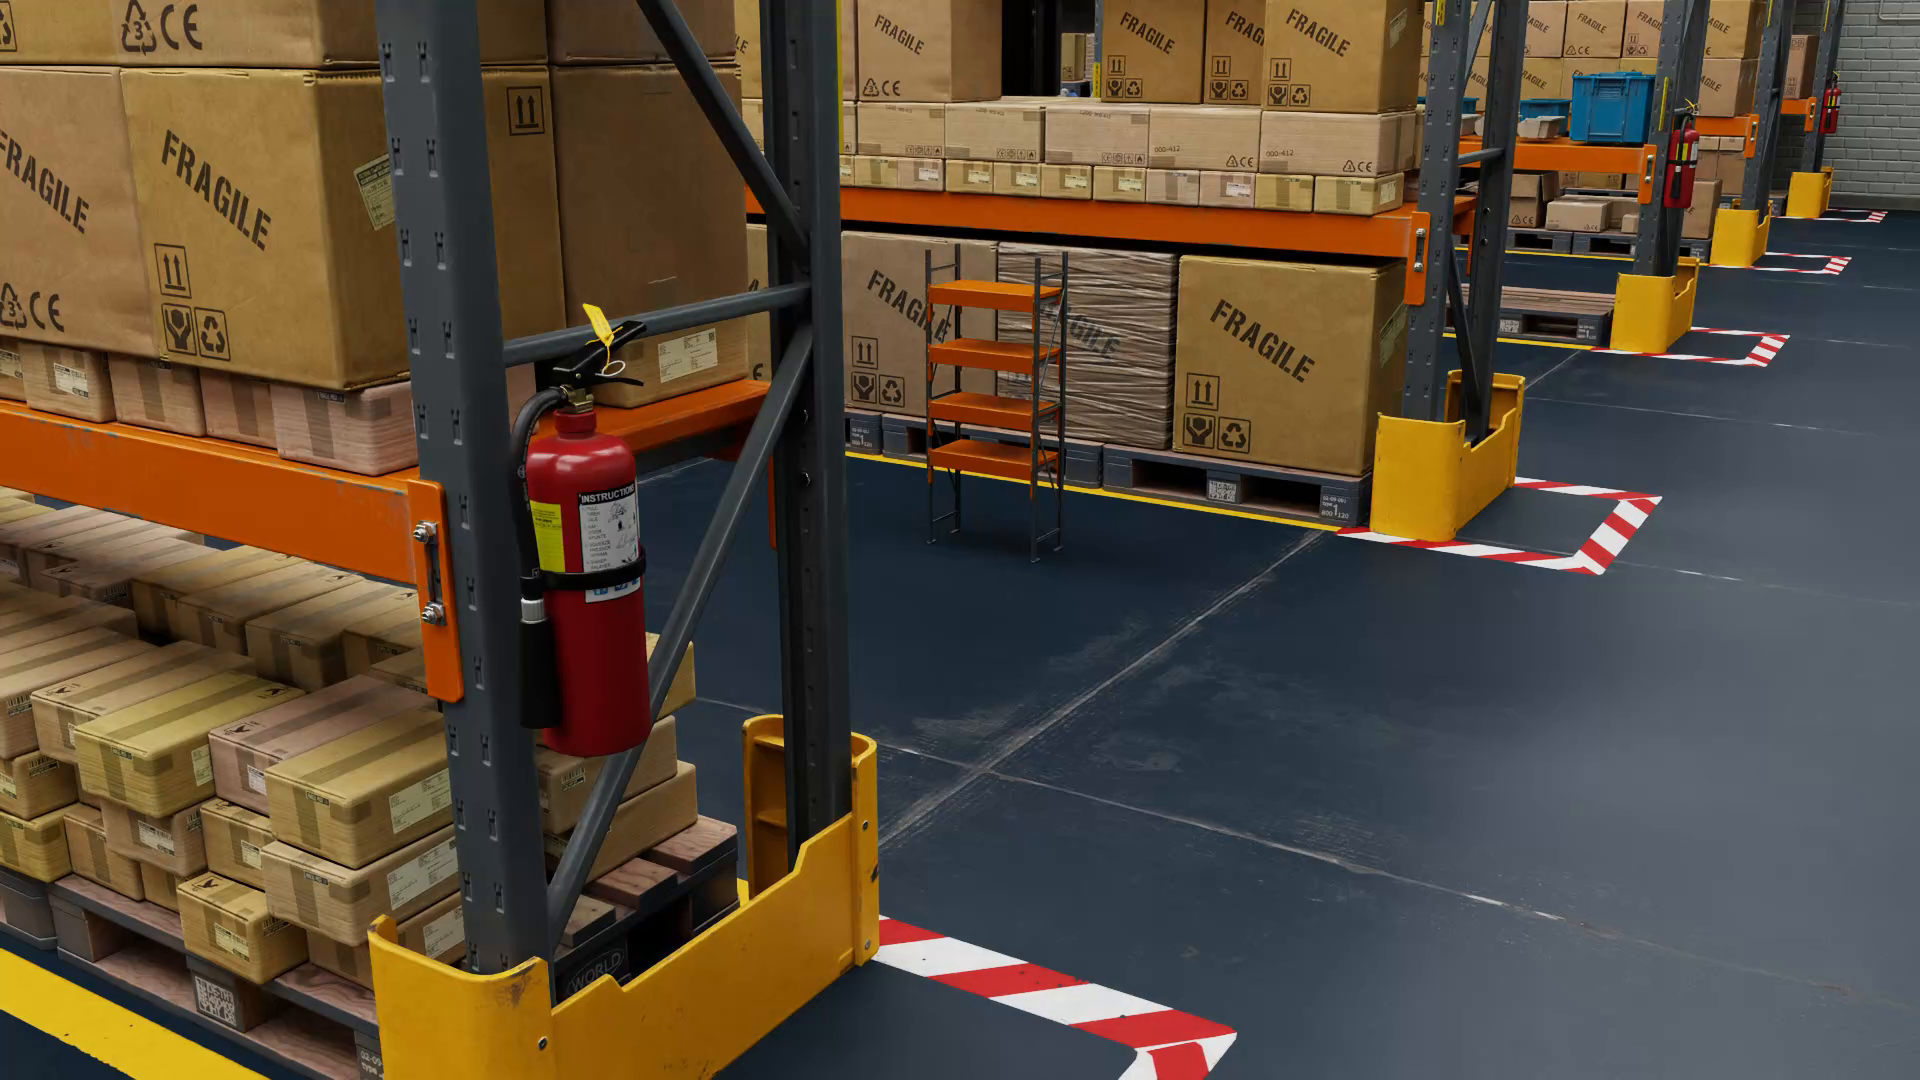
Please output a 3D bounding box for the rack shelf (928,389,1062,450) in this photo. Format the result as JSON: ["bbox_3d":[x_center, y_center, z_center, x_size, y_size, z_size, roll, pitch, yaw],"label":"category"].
[{"bbox_3d":[0.141,-0.485,6.643,0.480,0.148,0.258,10,20,30],"label":"rack shelf"}]

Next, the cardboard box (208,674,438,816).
[{"bbox_3d":[-1.315,0.429,3.466,0.250,0.149,0.380,11,20,31],"label":"cardboard box"}]

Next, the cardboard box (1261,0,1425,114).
[{"bbox_3d":[1.582,-2.030,6.860,0.500,0.500,0.500,10,20,31],"label":"cardboard box"}]

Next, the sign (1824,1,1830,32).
[{"bbox_3d":[9.616,-5.807,18.439,0.005,0.325,0.100,10,20,30],"label":"sign"}]

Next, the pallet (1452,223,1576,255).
[{"bbox_3d":[5.542,-3.029,16.490,1.213,0.211,1.003,10,20,30],"label":"pallet"}]

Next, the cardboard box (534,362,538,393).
[{"bbox_3d":[-0.890,-0.418,3.527,0.250,0.149,0.380,11,20,32],"label":"cardboard box"}]

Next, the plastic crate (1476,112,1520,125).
[{"bbox_3d":[3.881,-3.013,11.989,0.298,0.136,0.250,10,20,30],"label":"plastic crate"}]

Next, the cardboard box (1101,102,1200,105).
[{"bbox_3d":[0.995,-1.957,7.910,0.500,0.250,0.500,9,19,28],"label":"cardboard box"}]

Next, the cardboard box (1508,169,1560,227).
[{"bbox_3d":[5.518,-3.385,16.402,0.637,0.503,0.797,10,20,30],"label":"cardboard box"}]

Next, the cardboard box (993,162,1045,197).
[{"bbox_3d":[0.357,-1.677,7.673,0.250,0.149,0.380,11,20,31],"label":"cardboard box"}]

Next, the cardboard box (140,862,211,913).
[{"bbox_3d":[-1.557,0.680,3.663,0.250,0.149,0.380,10,20,30],"label":"cardboard box"}]

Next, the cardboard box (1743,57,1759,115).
[{"bbox_3d":[7.082,-4.225,15.459,0.500,0.500,0.500,11,20,31],"label":"cardboard box"}]

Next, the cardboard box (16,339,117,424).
[{"bbox_3d":[-1.616,-0.353,3.314,0.250,0.149,0.380,11,20,32],"label":"cardboard box"}]

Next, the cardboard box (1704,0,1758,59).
[{"bbox_3d":[6.799,-4.571,14.875,0.500,0.500,0.500,10,20,30],"label":"cardboard box"}]

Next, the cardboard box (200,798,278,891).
[{"bbox_3d":[-1.341,0.579,3.484,0.250,0.149,0.380,10,19,29],"label":"cardboard box"}]

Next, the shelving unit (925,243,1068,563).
[{"bbox_3d":[0.141,-0.549,6.624,0.503,1.200,0.258,10,20,30],"label":"shelving unit"}]

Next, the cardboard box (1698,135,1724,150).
[{"bbox_3d":[8.840,-4.682,19.597,0.250,0.149,0.380,11,20,32],"label":"cardboard box"}]

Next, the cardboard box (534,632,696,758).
[{"bbox_3d":[-0.816,0.336,3.774,0.250,0.149,0.380,9,19,28],"label":"cardboard box"}]

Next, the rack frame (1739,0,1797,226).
[{"bbox_3d":[7.323,-4.045,15.036,0.127,3.000,1.000,10,20,30],"label":"rack frame"}]

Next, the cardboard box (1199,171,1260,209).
[{"bbox_3d":[1.222,-1.522,7.164,0.250,0.149,0.380,10,20,30],"label":"cardboard box"}]

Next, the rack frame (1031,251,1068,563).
[{"bbox_3d":[0.349,-0.512,6.502,0.015,1.200,0.240,10,20,30],"label":"rack frame"}]

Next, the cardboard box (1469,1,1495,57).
[{"bbox_3d":[5.046,-4.882,15.898,0.500,0.500,0.500,9,19,28],"label":"cardboard box"}]

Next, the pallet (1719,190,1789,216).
[{"bbox_3d":[9.190,-4.040,19.819,1.213,0.211,1.003,10,20,30],"label":"pallet"}]

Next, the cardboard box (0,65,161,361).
[{"bbox_3d":[-1.501,-0.653,3.187,0.500,0.500,0.500,10,19,29],"label":"cardboard box"}]

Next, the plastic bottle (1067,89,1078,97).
[{"bbox_3d":[0.925,-3.575,13.711,0.097,0.271,0.097,0,17,0],"label":"plastic bottle"}]

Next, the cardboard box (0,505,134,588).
[{"bbox_3d":[-2.602,0.023,4.803,0.250,0.149,0.380,9,19,27],"label":"cardboard box"}]

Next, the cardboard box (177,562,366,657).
[{"bbox_3d":[-1.747,0.192,4.248,0.250,0.149,0.380,11,20,32],"label":"cardboard box"}]

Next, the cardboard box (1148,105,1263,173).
[{"bbox_3d":[1.151,-1.748,7.221,0.500,0.250,0.500,10,19,29],"label":"cardboard box"}]

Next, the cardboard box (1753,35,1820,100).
[{"bbox_3d":[9.472,-5.491,19.281,0.700,0.700,0.980,11,20,33],"label":"cardboard box"}]

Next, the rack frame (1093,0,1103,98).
[{"bbox_3d":[1.319,-3.427,13.002,0.127,3.000,1.000,10,20,30],"label":"rack frame"}]

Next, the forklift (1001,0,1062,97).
[{"bbox_3d":[-0.197,-2.557,10.257,3.031,2.935,1.130,10,20,31],"label":"forklift"}]

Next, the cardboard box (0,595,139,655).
[{"bbox_3d":[-2.214,0.272,3.985,0.250,0.149,0.380,9,19,28],"label":"cardboard box"}]

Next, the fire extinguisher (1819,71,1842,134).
[{"bbox_3d":[9.799,-4.920,18.691,0.183,0.674,0.296,10,20,30],"label":"fire extinguisher"}]

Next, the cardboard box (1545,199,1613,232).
[{"bbox_3d":[5.937,-3.113,15.944,0.500,0.250,0.500,10,20,30],"label":"cardboard box"}]

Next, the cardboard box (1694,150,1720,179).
[{"bbox_3d":[8.837,-4.435,19.899,0.500,0.500,0.700,10,20,30],"label":"cardboard box"}]

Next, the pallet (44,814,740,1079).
[{"bbox_3d":[-1.285,0.811,3.847,1.213,0.211,1.003,10,20,30],"label":"pallet"}]

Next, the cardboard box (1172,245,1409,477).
[{"bbox_3d":[1.548,-0.854,7.464,0.875,0.875,0.875,10,20,30],"label":"cardboard box"}]

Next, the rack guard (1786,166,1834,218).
[{"bbox_3d":[9.932,-4.073,19.428,0.348,0.500,1.175,10,20,30],"label":"rack guard"}]

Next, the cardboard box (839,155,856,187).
[{"bbox_3d":[-0.522,-1.833,8.188,0.250,0.149,0.380,10,19,29],"label":"cardboard box"}]

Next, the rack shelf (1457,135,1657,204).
[{"bbox_3d":[3.023,-2.779,12.106,4.000,0.370,1.077,10,20,30],"label":"rack shelf"}]

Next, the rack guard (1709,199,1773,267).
[{"bbox_3d":[7.258,-2.860,15.438,0.348,0.500,1.175,10,20,30],"label":"rack guard"}]

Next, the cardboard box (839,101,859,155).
[{"bbox_3d":[-0.589,-2.058,8.241,0.500,0.250,0.500,10,20,30],"label":"cardboard box"}]

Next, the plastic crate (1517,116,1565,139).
[{"bbox_3d":[3.937,-2.800,11.290,0.243,0.136,0.396,10,20,30],"label":"plastic crate"}]

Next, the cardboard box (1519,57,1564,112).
[{"bbox_3d":[5.503,-4.325,15.788,0.500,0.500,0.500,10,19,29],"label":"cardboard box"}]
